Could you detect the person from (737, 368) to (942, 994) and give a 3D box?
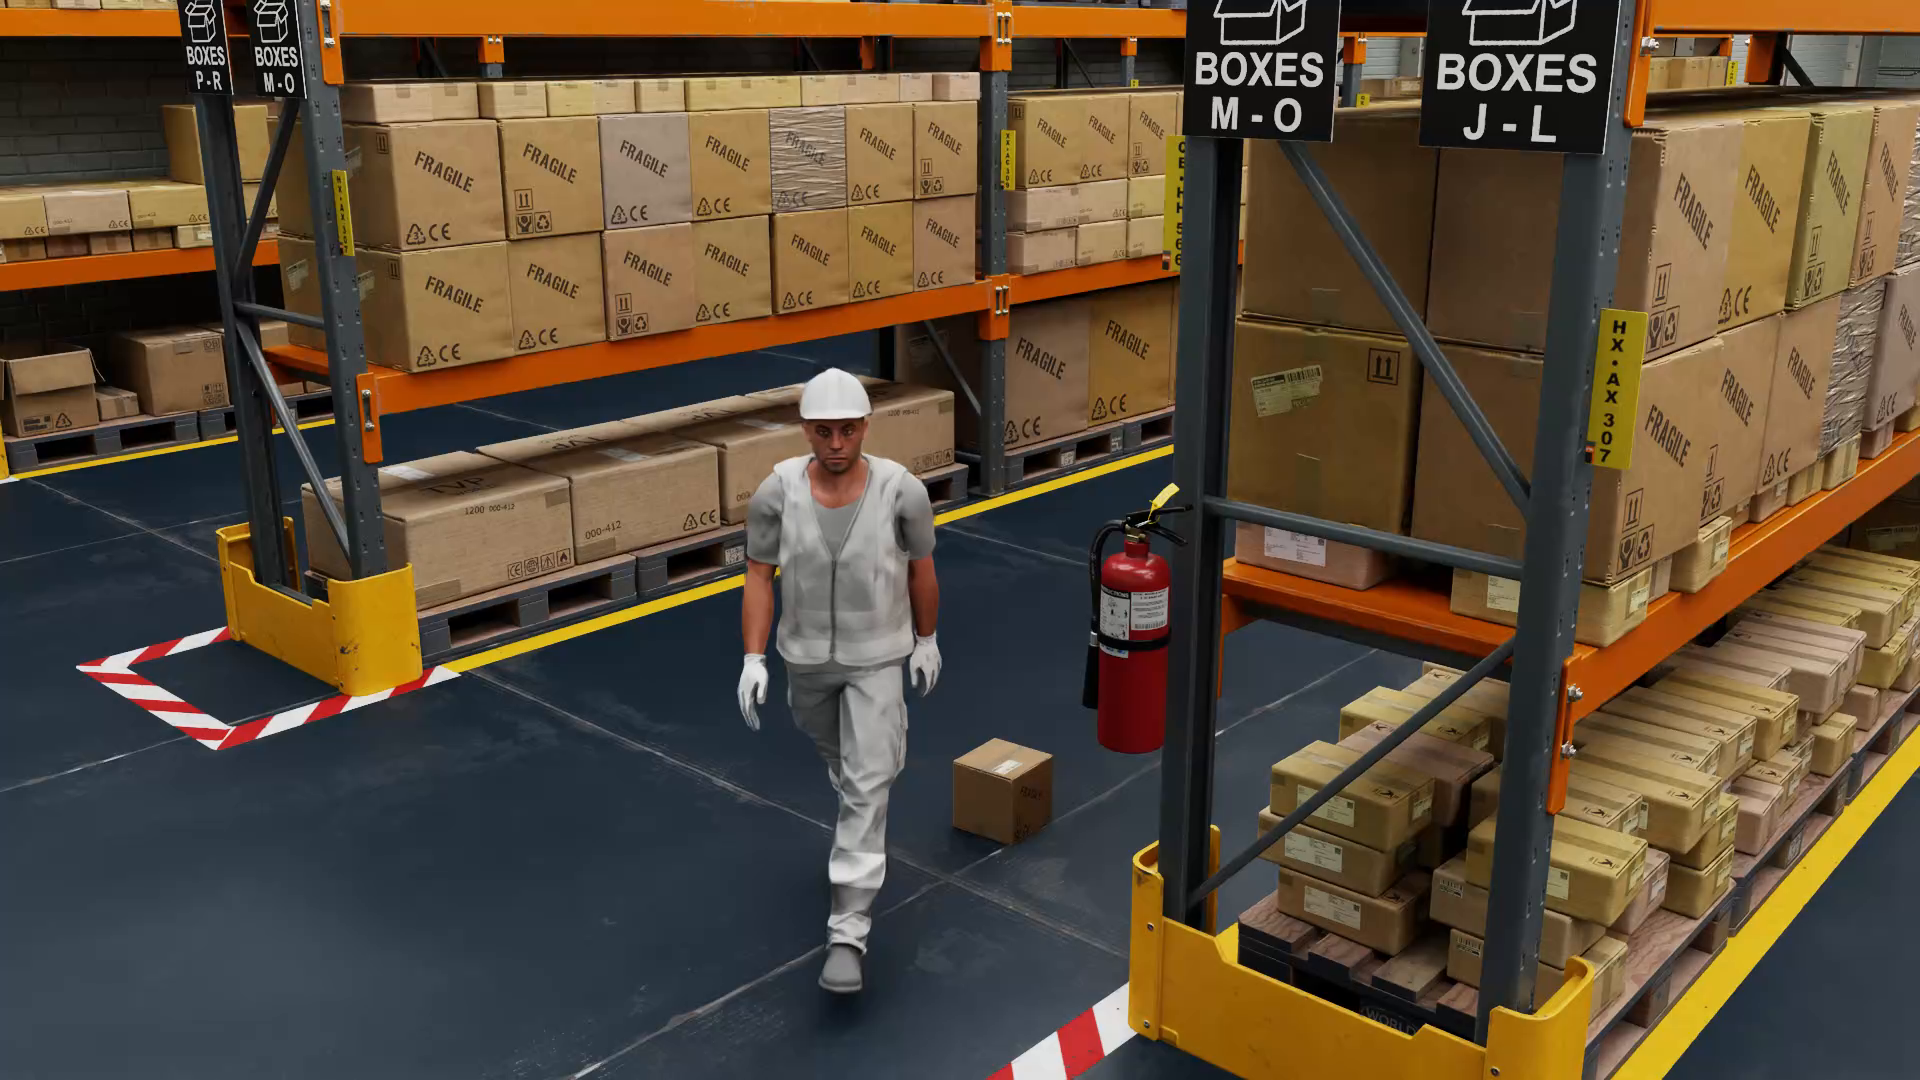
[{"bbox_3d":[-0.357,0.342,4.862,0.541,1.713,1.146,3,17,9],"label":"person"}]
